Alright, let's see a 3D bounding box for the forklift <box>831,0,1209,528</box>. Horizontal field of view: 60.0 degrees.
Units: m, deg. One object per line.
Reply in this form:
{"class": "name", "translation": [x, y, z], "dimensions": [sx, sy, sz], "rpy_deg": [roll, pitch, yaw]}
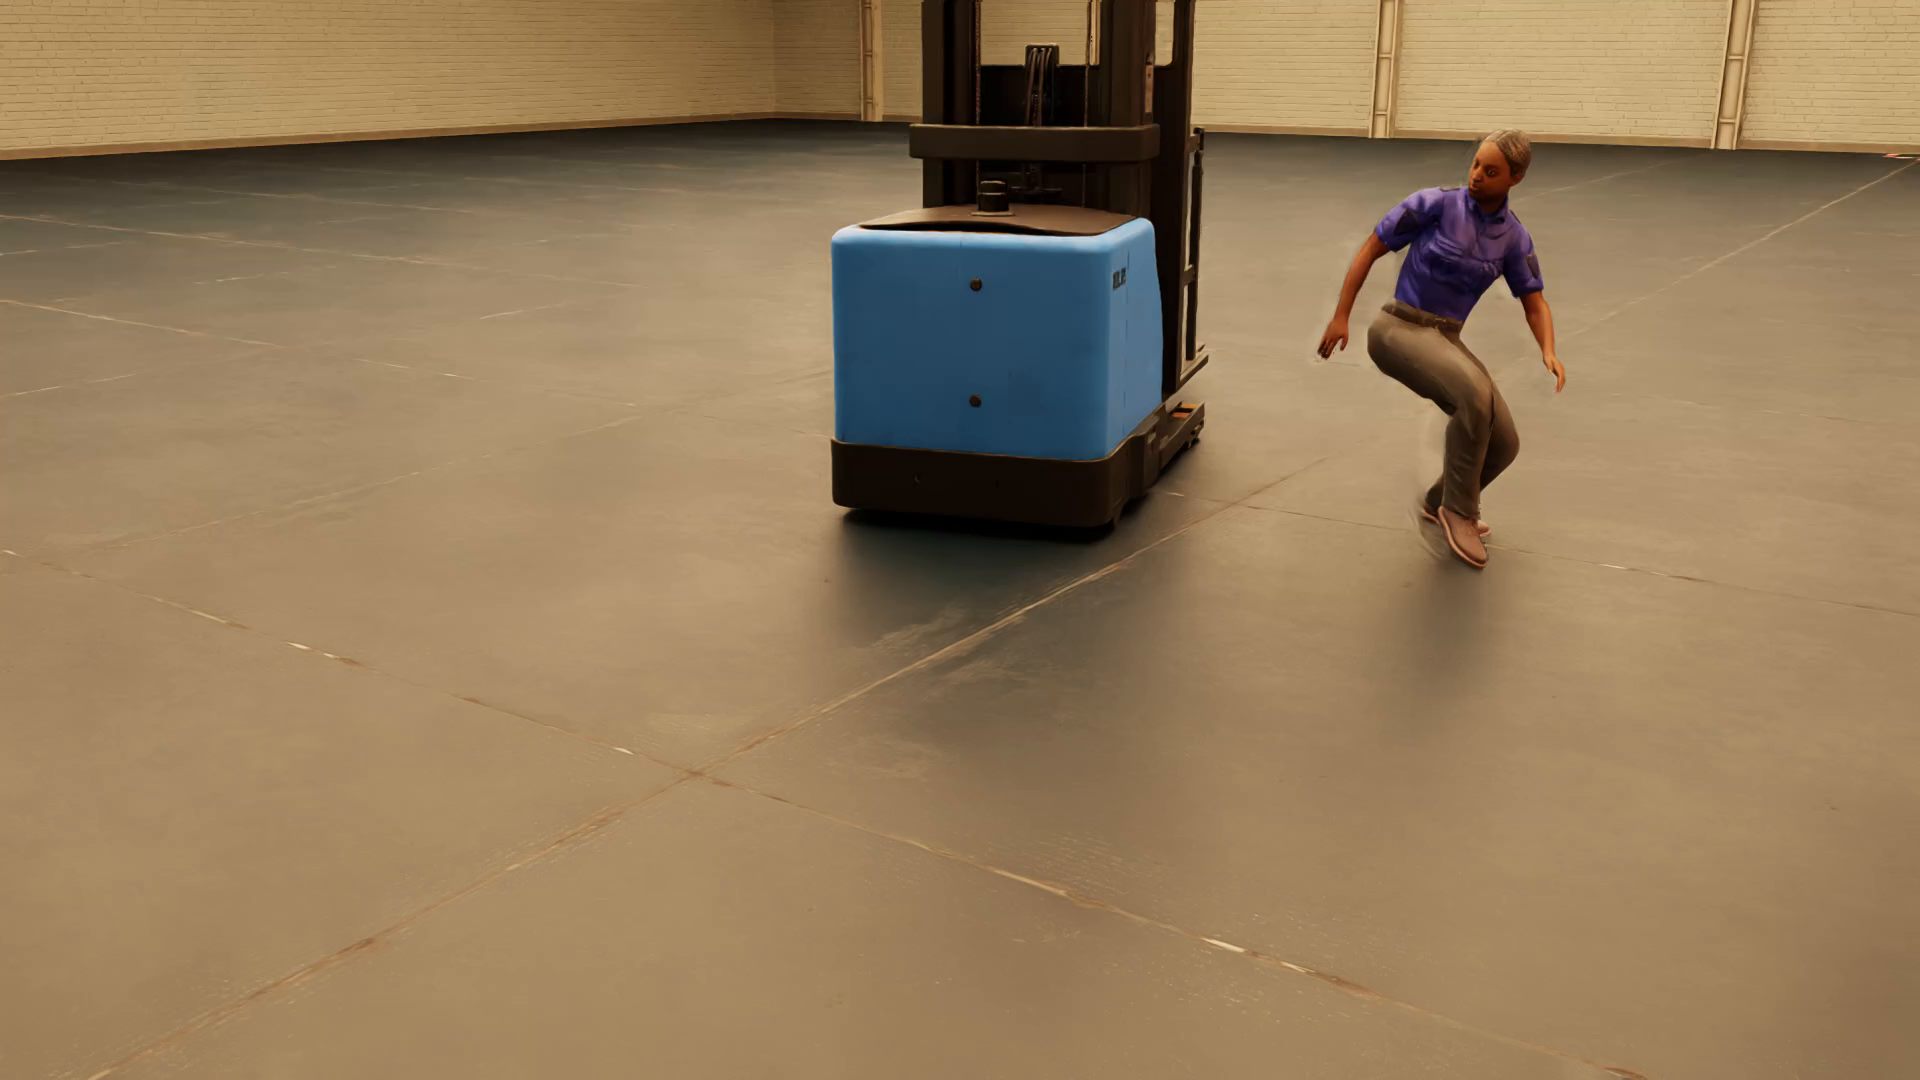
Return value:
{"class": "forklift", "translation": [0.467, -1.829, 6.949], "dimensions": [1.130, 2.935, 3.031], "rpy_deg": [5, 17, 17]}

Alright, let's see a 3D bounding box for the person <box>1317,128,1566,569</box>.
{"class": "person", "translation": [1.699, -0.663, 5.698], "dimensions": [0.687, 1.453, 0.699], "rpy_deg": [-8, 19, -26]}
